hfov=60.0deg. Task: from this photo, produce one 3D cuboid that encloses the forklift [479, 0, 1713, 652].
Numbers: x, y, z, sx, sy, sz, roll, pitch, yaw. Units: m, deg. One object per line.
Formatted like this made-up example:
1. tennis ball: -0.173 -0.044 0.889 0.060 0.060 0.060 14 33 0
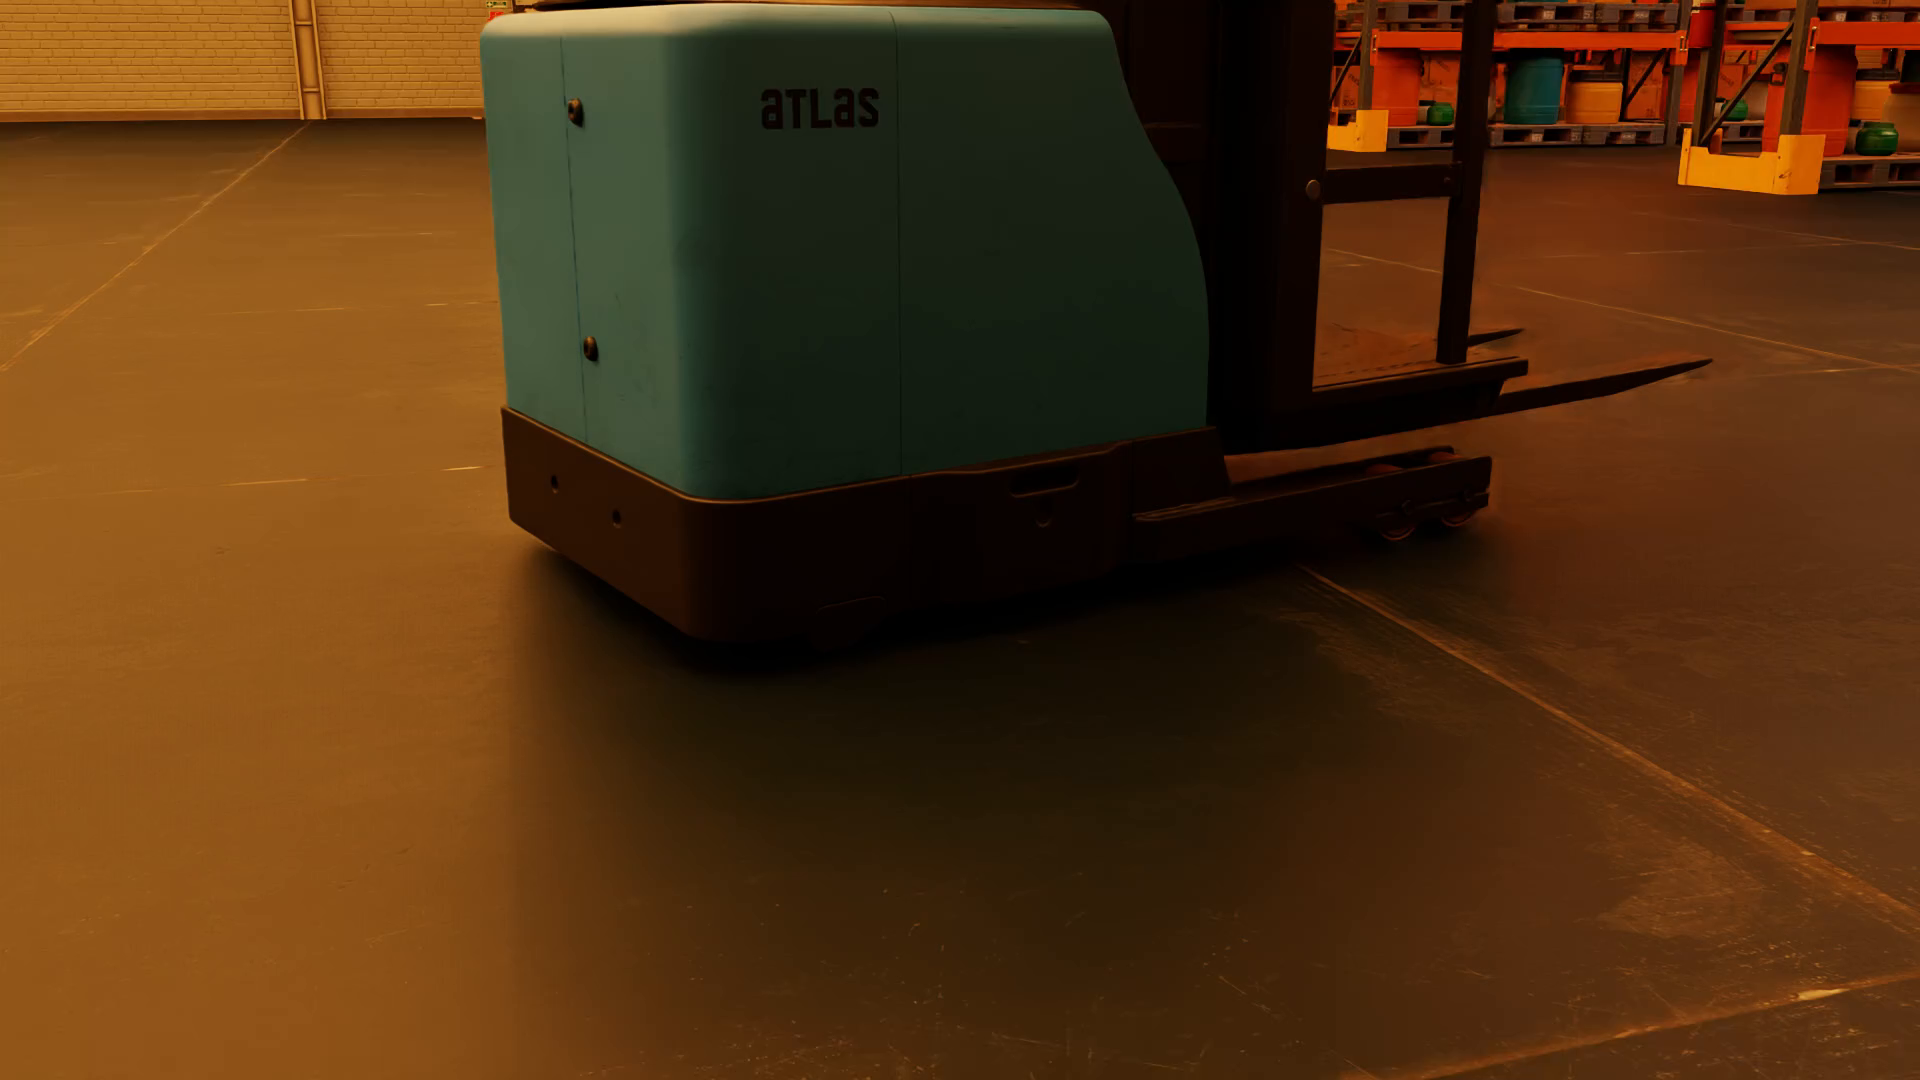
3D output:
1. forklift: 0.563 -1.515 3.527 3.031 2.935 1.130 -11 19 -33
